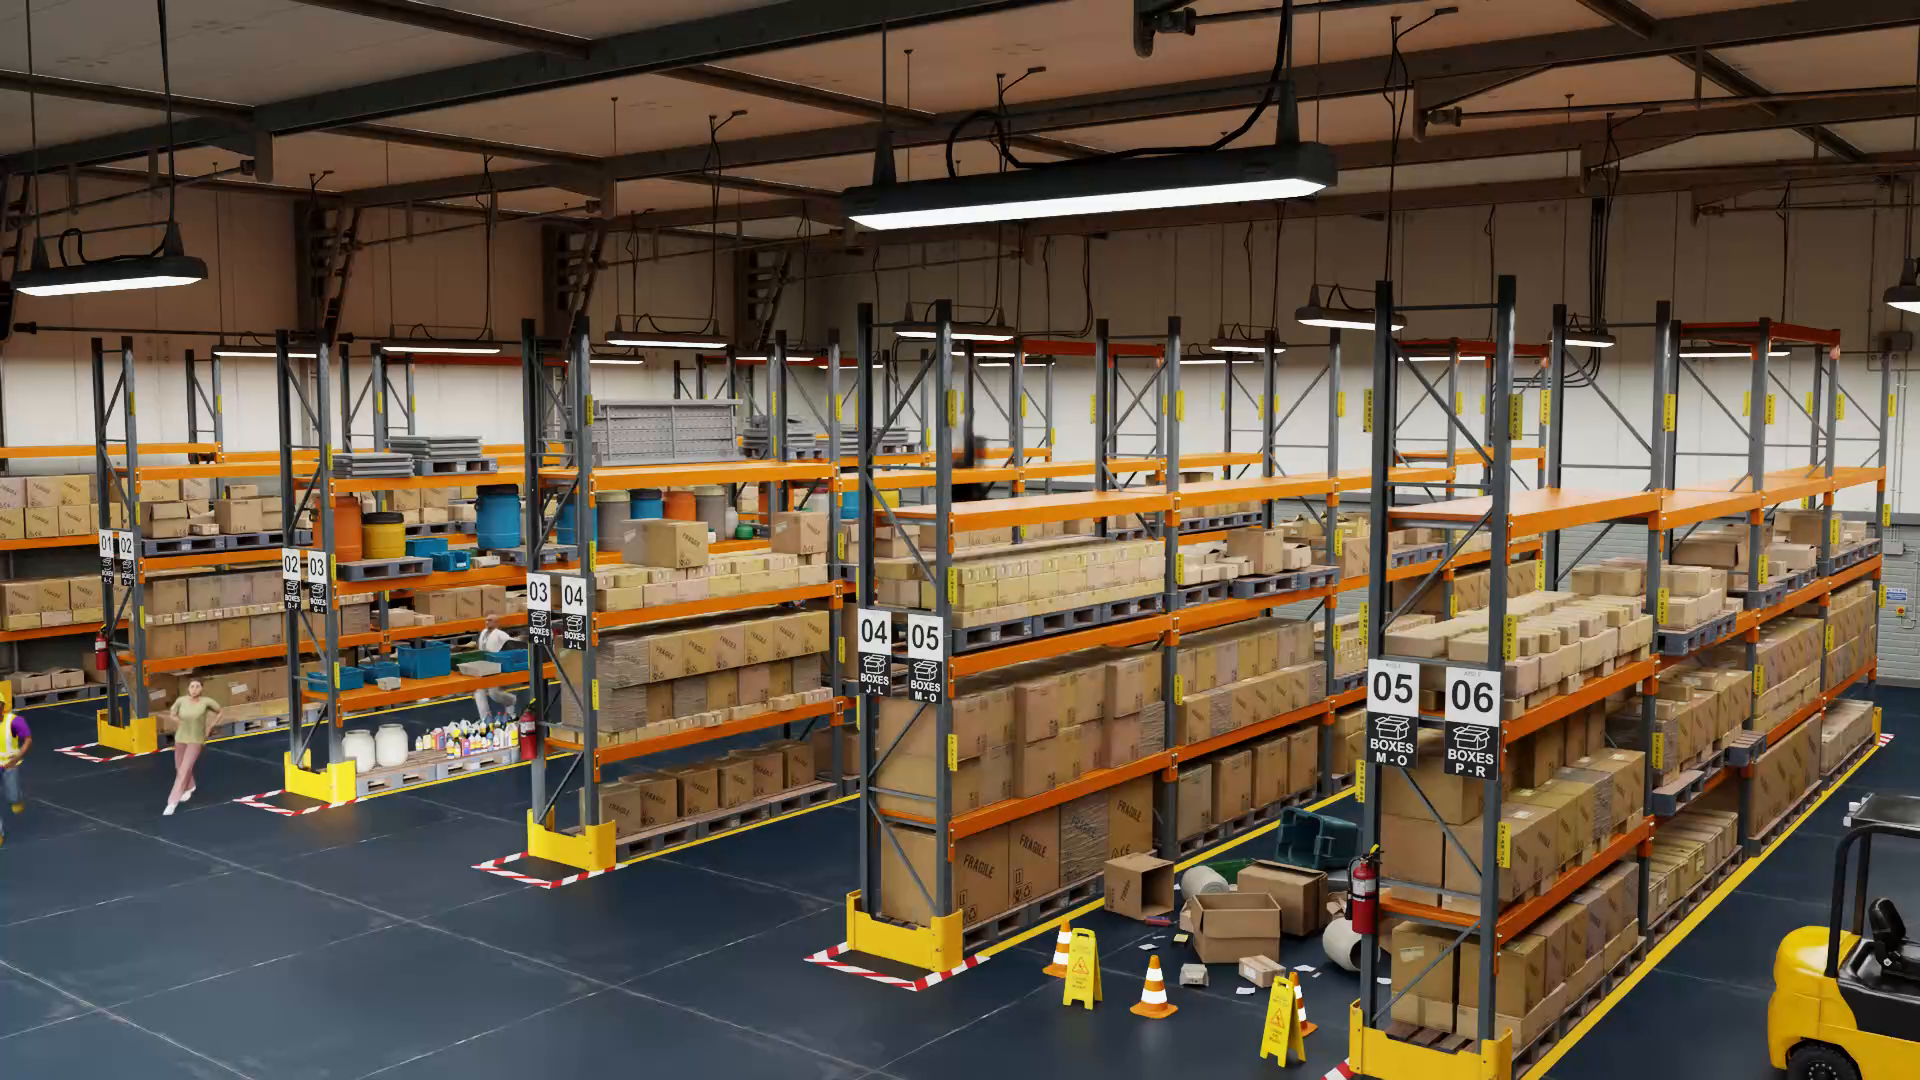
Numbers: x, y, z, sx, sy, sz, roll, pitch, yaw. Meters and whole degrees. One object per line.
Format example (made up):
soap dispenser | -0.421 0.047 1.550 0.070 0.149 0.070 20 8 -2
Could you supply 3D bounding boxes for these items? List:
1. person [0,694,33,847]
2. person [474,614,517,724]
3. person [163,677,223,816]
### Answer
person | -11.165 2.638 19.359 0.678 1.752 0.981 -2 5 -21
person | -7.356 2.024 26.138 0.715 1.735 0.825 2 6 26
person | -9.576 2.530 20.789 0.591 1.668 0.848 0 5 -1
